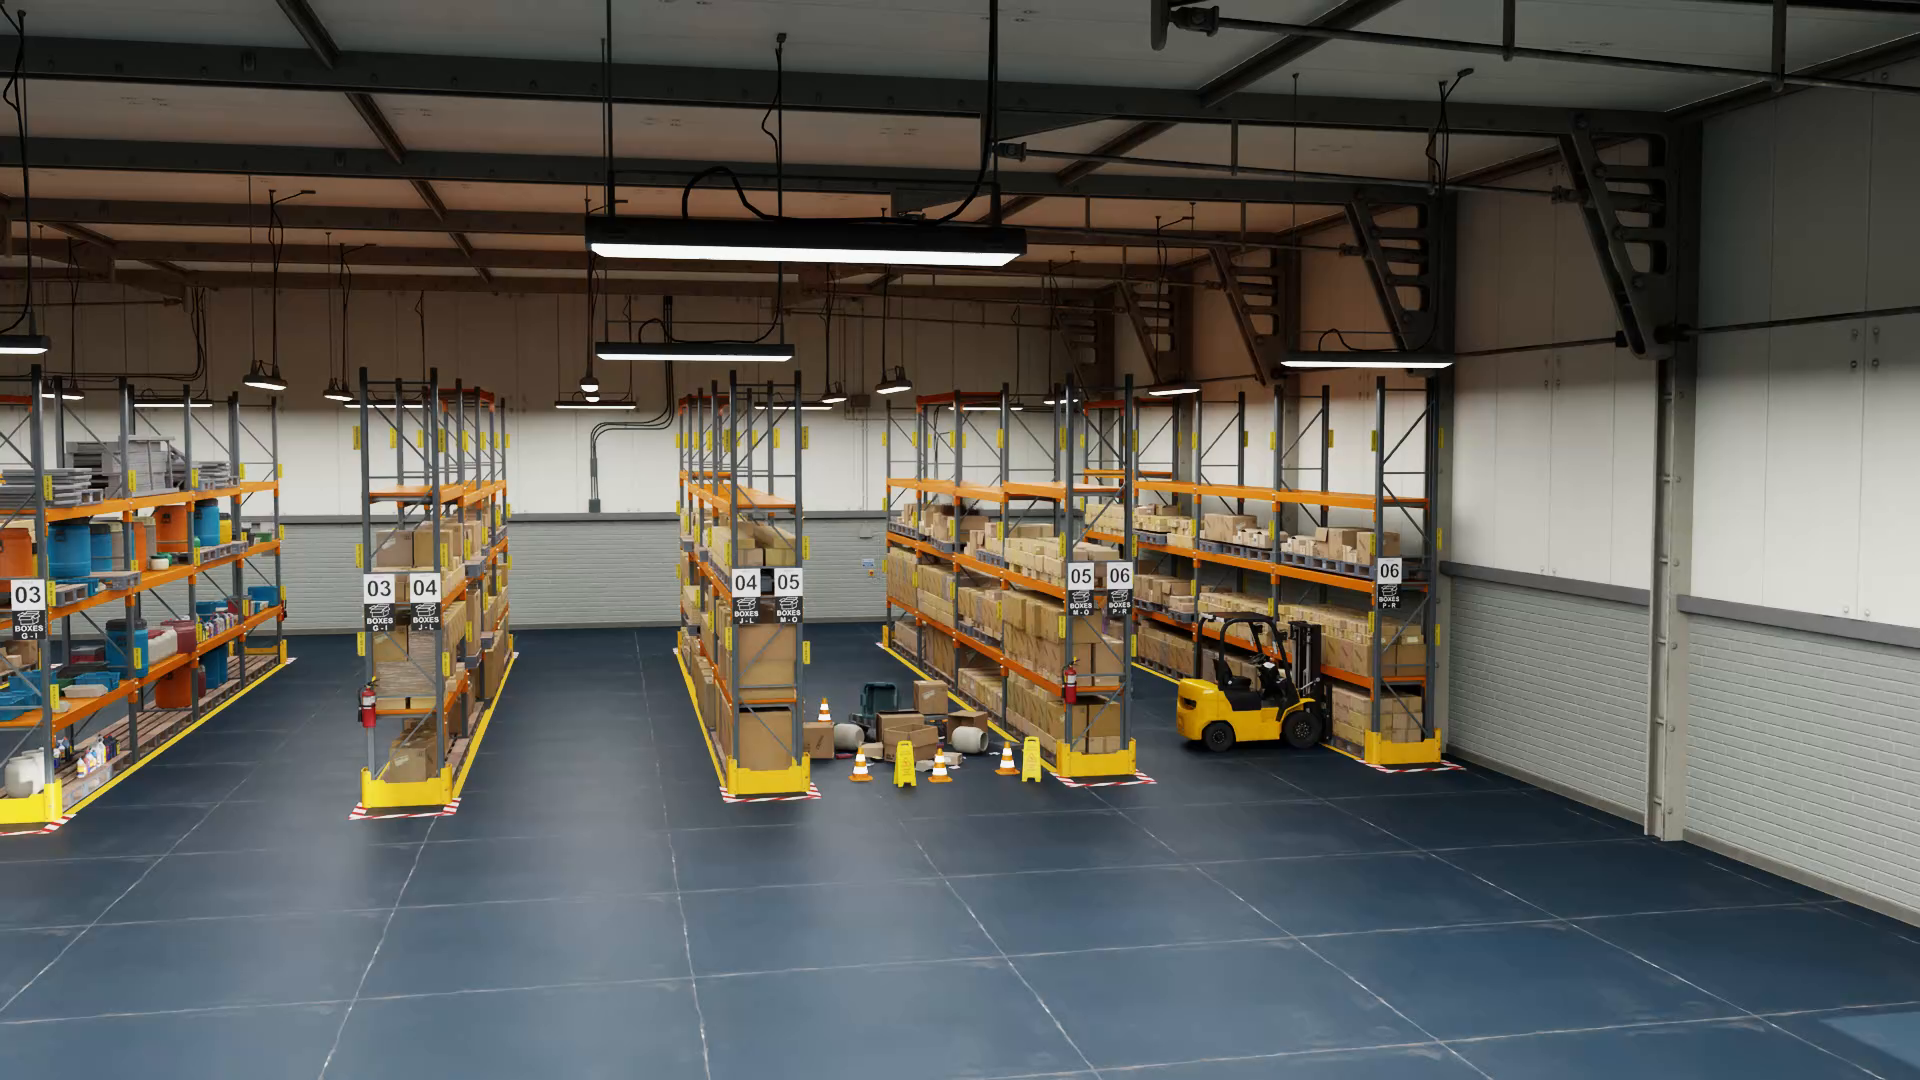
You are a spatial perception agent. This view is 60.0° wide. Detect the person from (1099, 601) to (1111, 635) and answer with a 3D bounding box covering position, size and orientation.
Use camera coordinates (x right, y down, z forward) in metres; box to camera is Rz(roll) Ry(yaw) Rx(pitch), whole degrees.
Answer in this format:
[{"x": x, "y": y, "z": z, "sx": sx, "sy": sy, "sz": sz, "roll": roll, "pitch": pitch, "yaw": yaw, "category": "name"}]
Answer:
[{"x": 2.865, "y": 2.036, "z": 34.298, "sx": 0.517, "sy": 1.563, "sz": 0.841, "roll": -1, "pitch": 4, "yaw": -24, "category": "person"}]
